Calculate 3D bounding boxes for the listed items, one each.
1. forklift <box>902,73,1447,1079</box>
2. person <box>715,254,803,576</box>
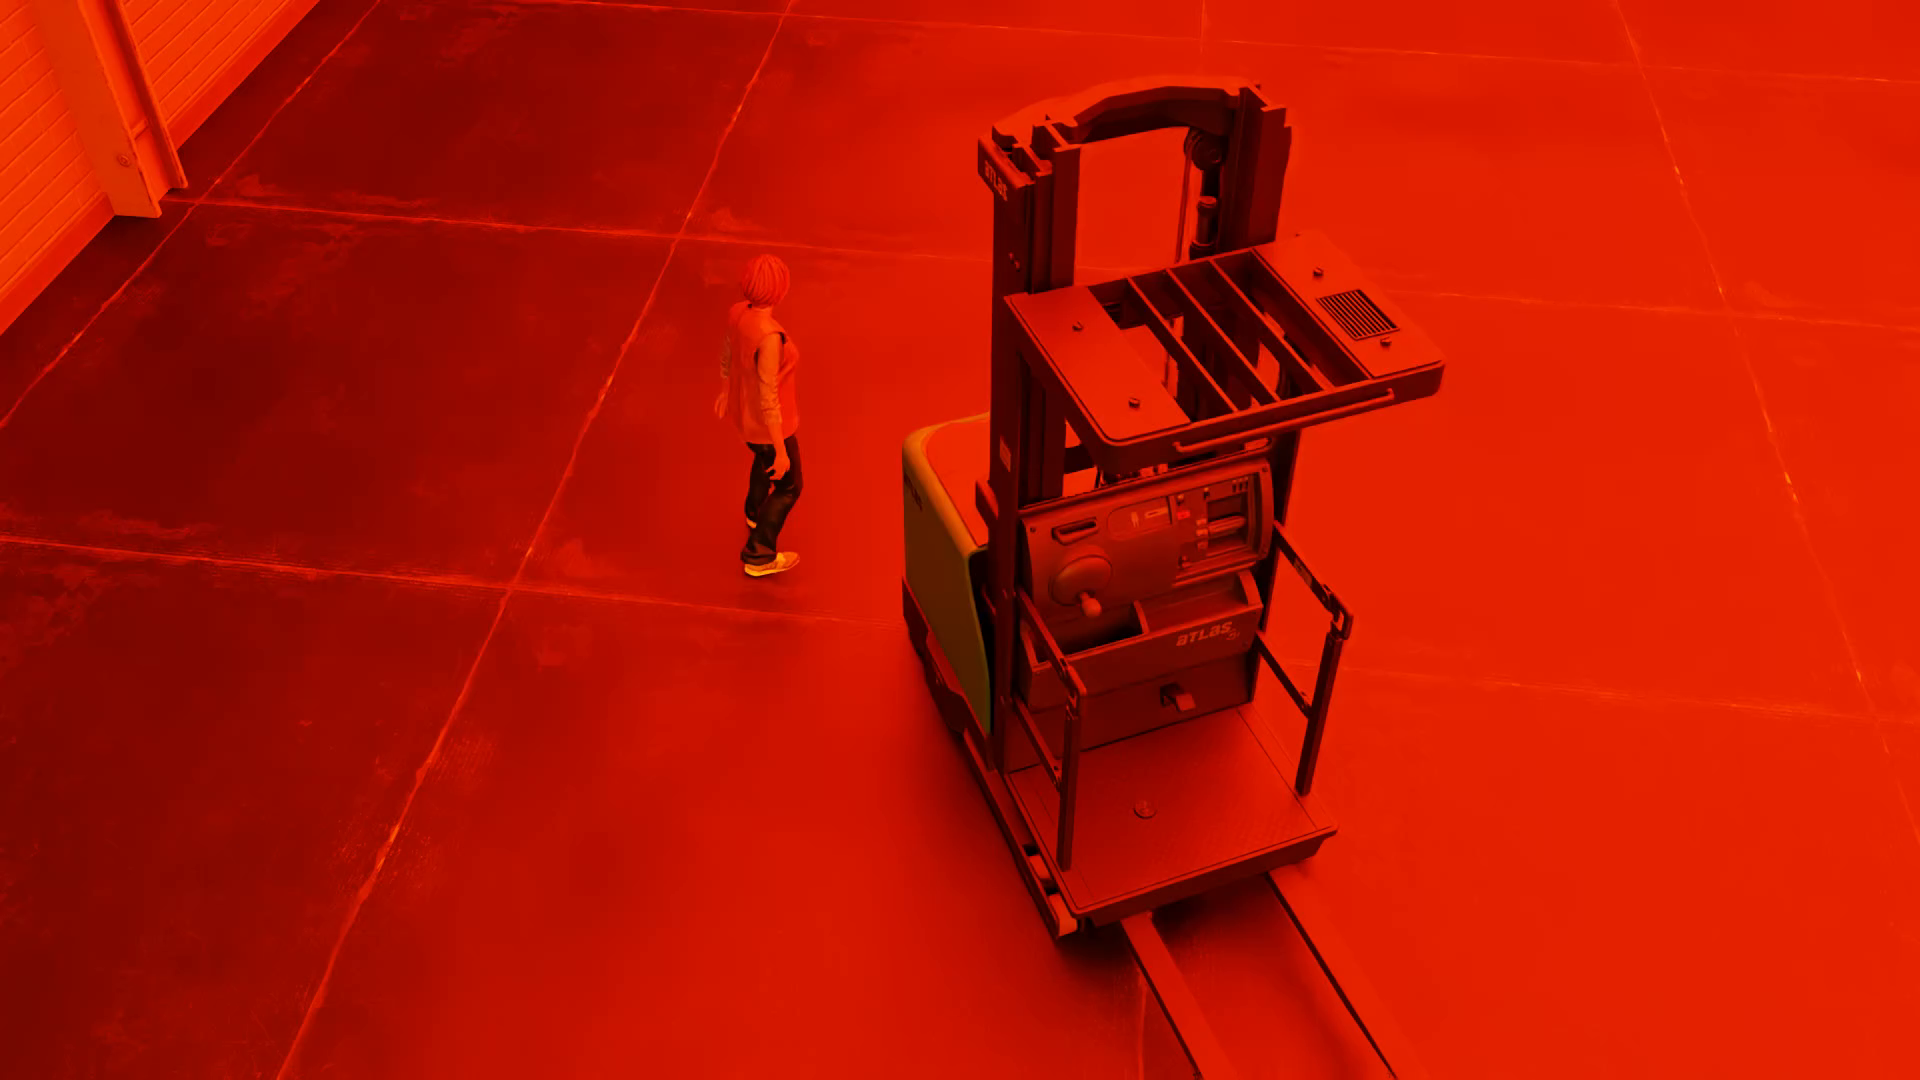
[{"bbox_3d":[0.744,0.086,5.631,1.130,2.935,3.031,-14,45,-15],"label":"forklift"},{"bbox_3d":[-0.879,-0.535,7.340,0.401,1.570,0.740,-19,46,-19],"label":"person"}]
